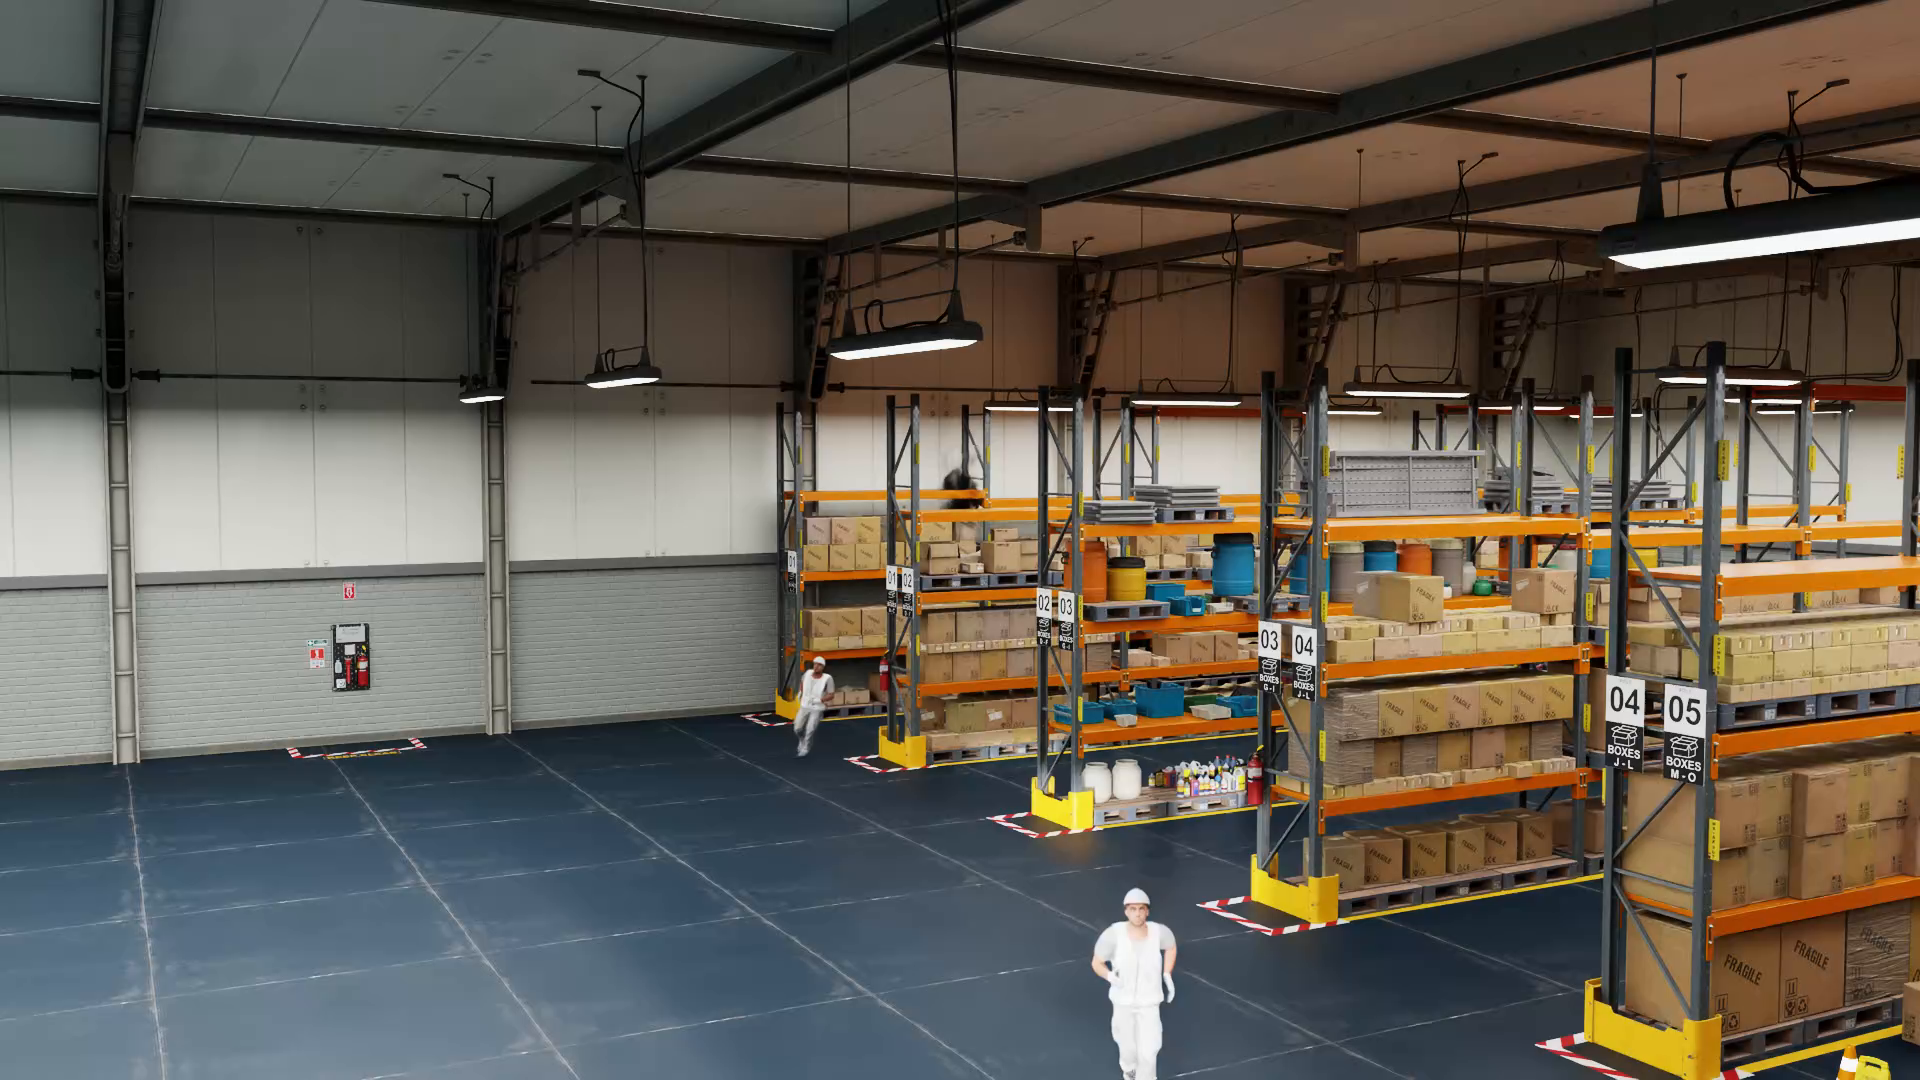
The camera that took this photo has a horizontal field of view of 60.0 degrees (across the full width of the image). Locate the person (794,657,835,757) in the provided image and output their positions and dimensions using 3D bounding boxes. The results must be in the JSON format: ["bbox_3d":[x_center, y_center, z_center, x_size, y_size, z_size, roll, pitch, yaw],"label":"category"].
[{"bbox_3d":[-2.417,2.753,27.415,0.738,1.690,0.569,1,3,17],"label":"person"}]

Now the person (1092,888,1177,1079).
[{"bbox_3d":[1.323,3.541,12.663,0.636,1.816,0.870,0,3,9],"label":"person"}]
